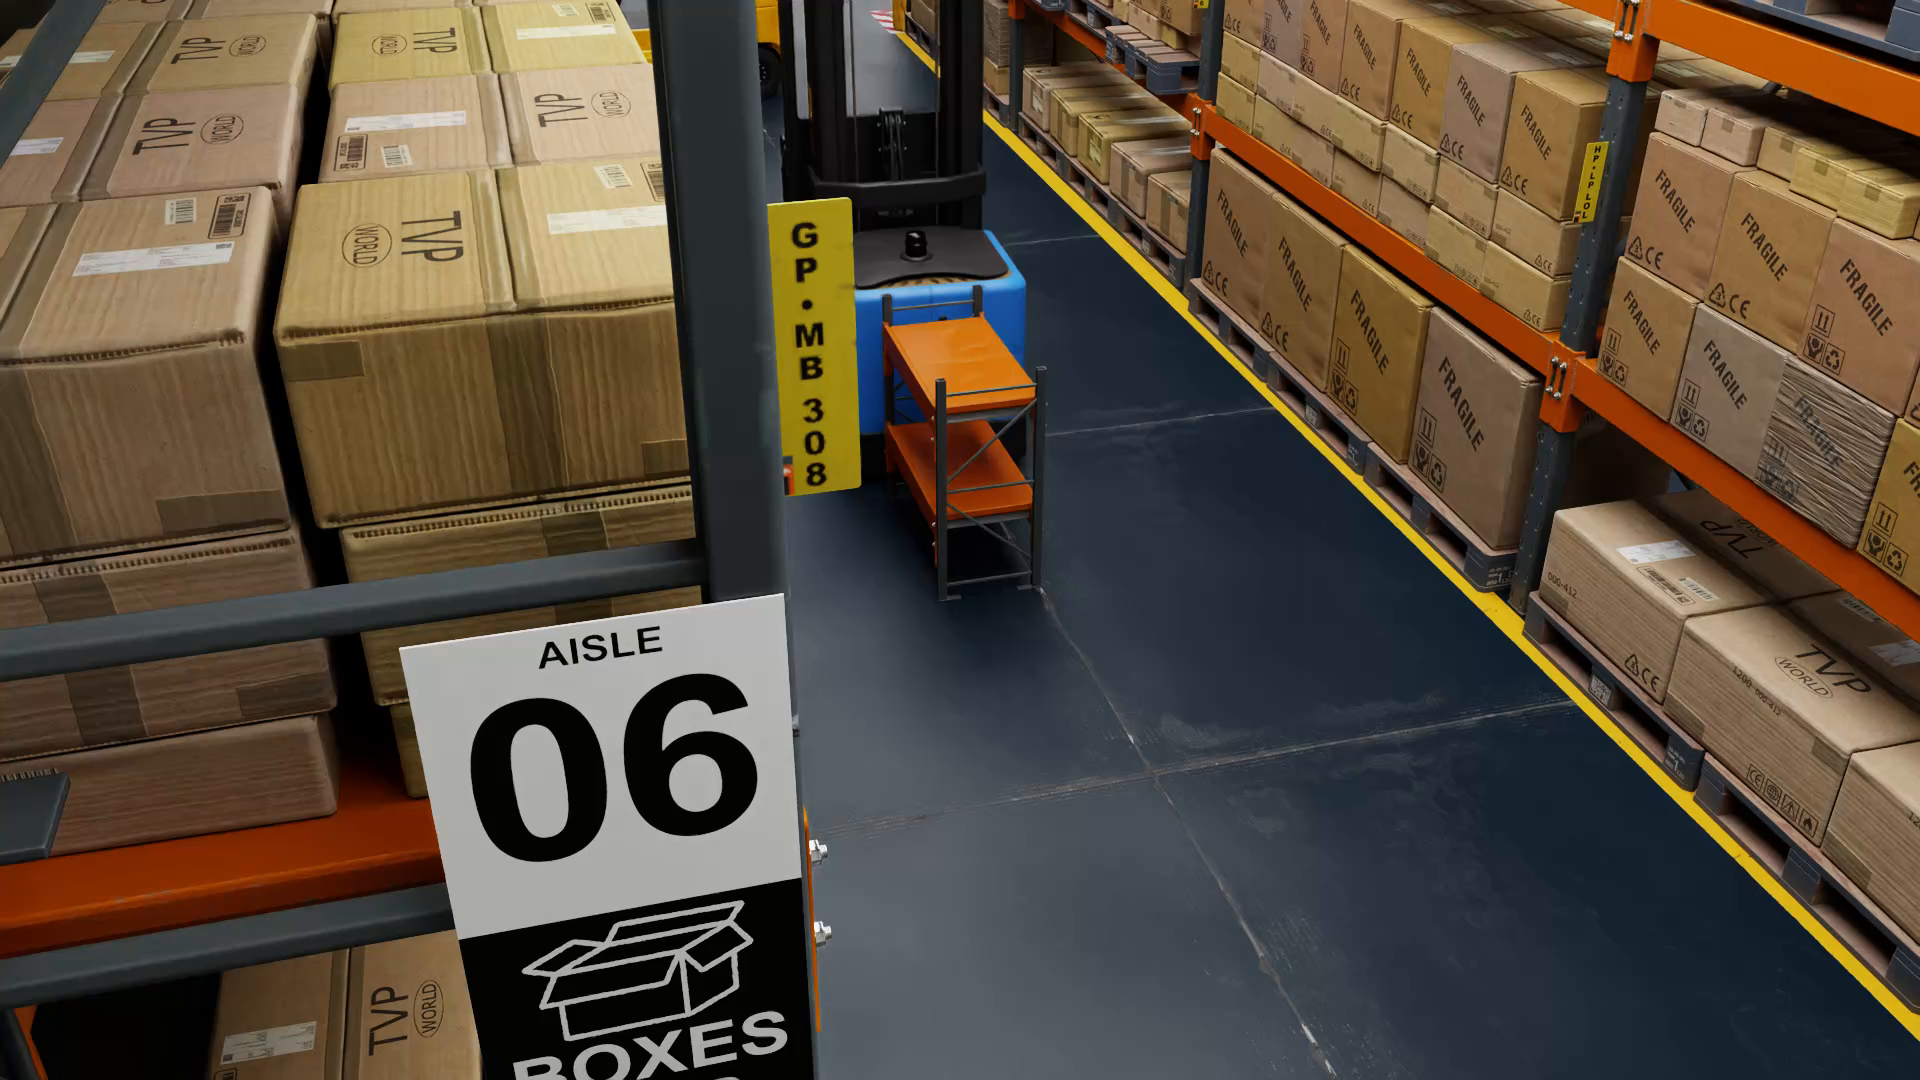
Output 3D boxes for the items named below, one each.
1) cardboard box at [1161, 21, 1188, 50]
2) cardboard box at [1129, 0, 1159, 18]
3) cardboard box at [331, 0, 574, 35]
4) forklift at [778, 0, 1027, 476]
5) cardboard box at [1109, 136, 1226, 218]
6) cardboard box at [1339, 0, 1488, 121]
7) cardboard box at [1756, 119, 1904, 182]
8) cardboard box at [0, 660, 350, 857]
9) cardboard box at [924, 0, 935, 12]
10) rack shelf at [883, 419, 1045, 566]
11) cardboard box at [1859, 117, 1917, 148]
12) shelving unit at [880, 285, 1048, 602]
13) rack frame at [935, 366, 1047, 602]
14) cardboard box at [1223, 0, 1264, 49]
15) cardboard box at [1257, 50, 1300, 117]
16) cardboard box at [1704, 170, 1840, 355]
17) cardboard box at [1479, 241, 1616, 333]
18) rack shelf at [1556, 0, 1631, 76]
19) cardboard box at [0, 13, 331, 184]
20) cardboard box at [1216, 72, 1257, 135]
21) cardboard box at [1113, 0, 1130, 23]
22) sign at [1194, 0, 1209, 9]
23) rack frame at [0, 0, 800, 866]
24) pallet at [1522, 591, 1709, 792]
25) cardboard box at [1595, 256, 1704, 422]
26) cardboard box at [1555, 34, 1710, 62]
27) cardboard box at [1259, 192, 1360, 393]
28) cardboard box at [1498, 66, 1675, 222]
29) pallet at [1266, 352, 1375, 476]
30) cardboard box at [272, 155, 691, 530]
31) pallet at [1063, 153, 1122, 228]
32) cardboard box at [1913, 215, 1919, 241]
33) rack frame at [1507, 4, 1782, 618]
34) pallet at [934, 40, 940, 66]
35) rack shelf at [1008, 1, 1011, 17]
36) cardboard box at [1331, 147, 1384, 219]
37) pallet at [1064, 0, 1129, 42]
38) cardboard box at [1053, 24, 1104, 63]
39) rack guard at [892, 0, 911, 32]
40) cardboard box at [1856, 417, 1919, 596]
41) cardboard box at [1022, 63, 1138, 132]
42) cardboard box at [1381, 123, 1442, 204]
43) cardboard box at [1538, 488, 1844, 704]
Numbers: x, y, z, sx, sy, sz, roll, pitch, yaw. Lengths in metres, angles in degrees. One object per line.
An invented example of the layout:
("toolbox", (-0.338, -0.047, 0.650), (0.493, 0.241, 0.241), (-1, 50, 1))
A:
("cardboard box", (1.527, -3.290, 10.771), (0.380, 0.149, 0.250), (-7, 31, -13))
("cardboard box", (1.445, -3.754, 10.926), (0.500, 0.500, 0.500), (-8, 31, -14))
("cardboard box", (-0.963, -1.004, 3.350), (0.500, 0.250, 0.500), (-7, 31, -12))
("forklift", (-0.469, -2.321, 9.333), (1.130, 2.935, 3.031), (-6, 31, -11))
("cardboard box", (1.638, -2.644, 12.027), (0.950, 0.372, 0.625), (-8, 31, -14))
("cardboard box", (2.271, -2.441, 8.374), (0.500, 0.500, 0.500), (-7, 31, -12))
("cardboard box", (3.069, -1.368, 5.874), (0.380, 0.149, 0.250), (-8, 31, -14))
("cardboard box", (-0.987, 0.243, 2.093), (0.380, 0.149, 0.250), (-7, 31, -12))
("cardboard box", (-0.044, -5.460, 16.266), (0.500, 0.500, 0.500), (-9, 31, -15))
("rack shelf", (0.002, -0.272, 8.085), (0.538, 0.278, 1.000), (-8, 31, -13))
("cardboard box", (3.454, -1.425, 5.971), (0.380, 0.149, 0.250), (-8, 31, -13))
("shelving unit", (0.002, -0.484, 7.963), (0.538, 1.125, 1.048), (-8, 31, -13))
("rack frame", (0.137, -0.238, 7.538), (0.500, 1.125, 0.032), (-8, 31, -13))
("cardboard box", (1.877, -3.175, 9.643), (0.500, 0.500, 0.500), (-9, 31, -15))
("cardboard box", (2.014, -2.594, 9.388), (0.500, 0.250, 0.500), (-7, 31, -12))
("cardboard box", (3.064, -1.007, 5.897), (0.500, 0.500, 0.500), (-8, 31, -14))
("cardboard box", (2.681, -1.156, 7.402), (0.500, 0.250, 0.500), (-9, 31, -14))
("rack shelf", (2.513, -2.991, 8.146), (1.077, 0.370, 4.000), (-8, 31, -13))
("cardboard box", (-1.351, -0.699, 2.822), (0.500, 0.250, 0.500), (-8, 31, -13))
("cardboard box", (1.869, -2.635, 9.958), (0.500, 0.250, 0.500), (-8, 31, -14))
("cardboard box", (1.271, -3.659, 11.409), (0.380, 0.149, 0.250), (-7, 31, -12))
("sign", (1.461, -3.360, 9.984), (0.100, 0.325, 0.005), (-8, 31, -13))
("rack frame", (-0.679, -1.040, 1.065), (1.000, 3.000, 0.127), (-8, 31, -13))
("pallet", (3.170, 0.547, 7.095), (1.003, 0.211, 1.213), (-8, 31, -13))
("cardboard box", (2.916, -0.820, 6.572), (0.500, 0.500, 0.500), (-7, 31, -12))
("cardboard box", (3.042, -2.007, 7.624), (0.500, 0.500, 0.500), (-8, 31, -14))
("cardboard box", (2.318, -1.456, 9.473), (0.875, 0.875, 0.875), (-7, 31, -13))
("cardboard box", (2.683, -1.696, 7.088), (0.500, 0.500, 0.500), (-7, 31, -12))
("pallet", (2.439, -0.784, 9.394), (1.003, 0.211, 1.213), (-8, 31, -13))
("cardboard box", (-0.555, -0.270, 2.082), (0.500, 0.250, 0.500), (-8, 31, -14))
("pallet", (1.456, -2.729, 12.753), (1.003, 0.211, 1.213), (-8, 31, -13))
("cardboard box", (3.264, -0.997, 5.233), (0.380, 0.149, 0.250), (-8, 31, -13))
("rack frame", (3.044, -1.038, 7.049), (1.000, 3.000, 0.127), (-8, 31, -13))
("pallet", (0.380, -4.605, 15.995), (1.003, 0.211, 1.213), (-8, 31, -13))
("rack shelf", (0.389, -5.556, 15.573), (1.077, 0.370, 4.000), (-8, 31, -13))
("cardboard box", (2.290, -1.897, 8.683), (0.500, 0.250, 0.500), (-8, 31, -13))
("pallet", (1.417, -3.837, 12.077), (1.003, 0.211, 1.213), (-8, 31, -13))
("cardboard box", (1.024, -4.539, 14.674), (0.500, 0.500, 0.500), (-6, 31, -11))
("rack guard", (-0.121, -5.715, 17.625), (1.175, 0.500, 0.348), (-8, 31, -13))
("cardboard box", (3.308, -0.086, 5.305), (0.500, 0.500, 0.500), (-7, 31, -12))
("cardboard box", (1.062, -3.693, 13.840), (0.950, 0.372, 0.625), (-7, 31, -13))
("cardboard box", (2.409, -1.860, 8.119), (0.500, 0.250, 0.500), (-7, 31, -12))
("cardboard box", (3.107, 0.207, 7.037), (0.875, 0.438, 0.875), (-8, 31, -14))
